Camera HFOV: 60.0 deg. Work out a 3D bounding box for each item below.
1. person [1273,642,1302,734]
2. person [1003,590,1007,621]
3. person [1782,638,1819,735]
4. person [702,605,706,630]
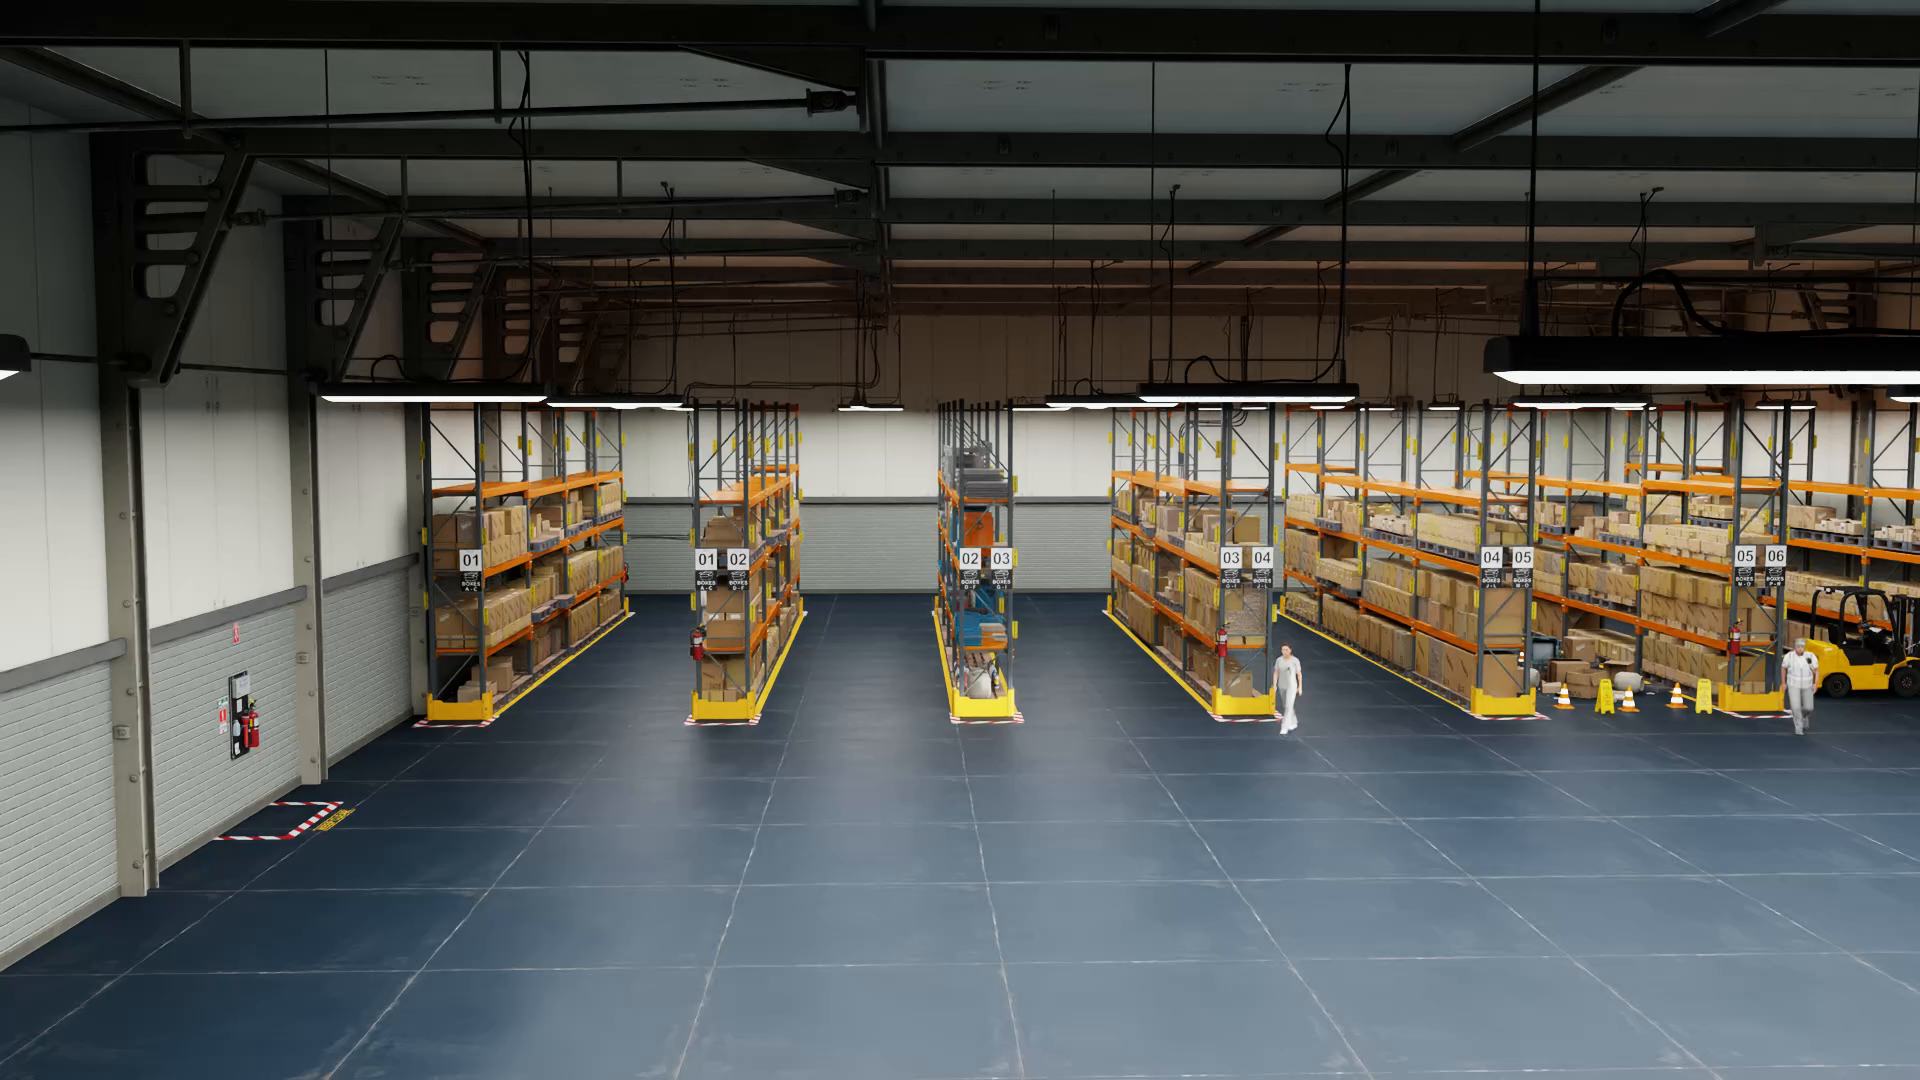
[{"bbox_3d":[5.811,2.632,29.679,0.466,1.624,1.012,3,5,37],"label":"person"},{"bbox_3d":[1.081,1.423,46.026,0.512,1.687,0.508,-2,5,-25],"label":"person"},{"bbox_3d":[15.094,2.595,29.895,0.596,1.733,0.660,2,5,20],"label":"person"},{"bbox_3d":[-6.710,1.509,43.980,0.587,1.763,0.588,2,5,23],"label":"person"}]
